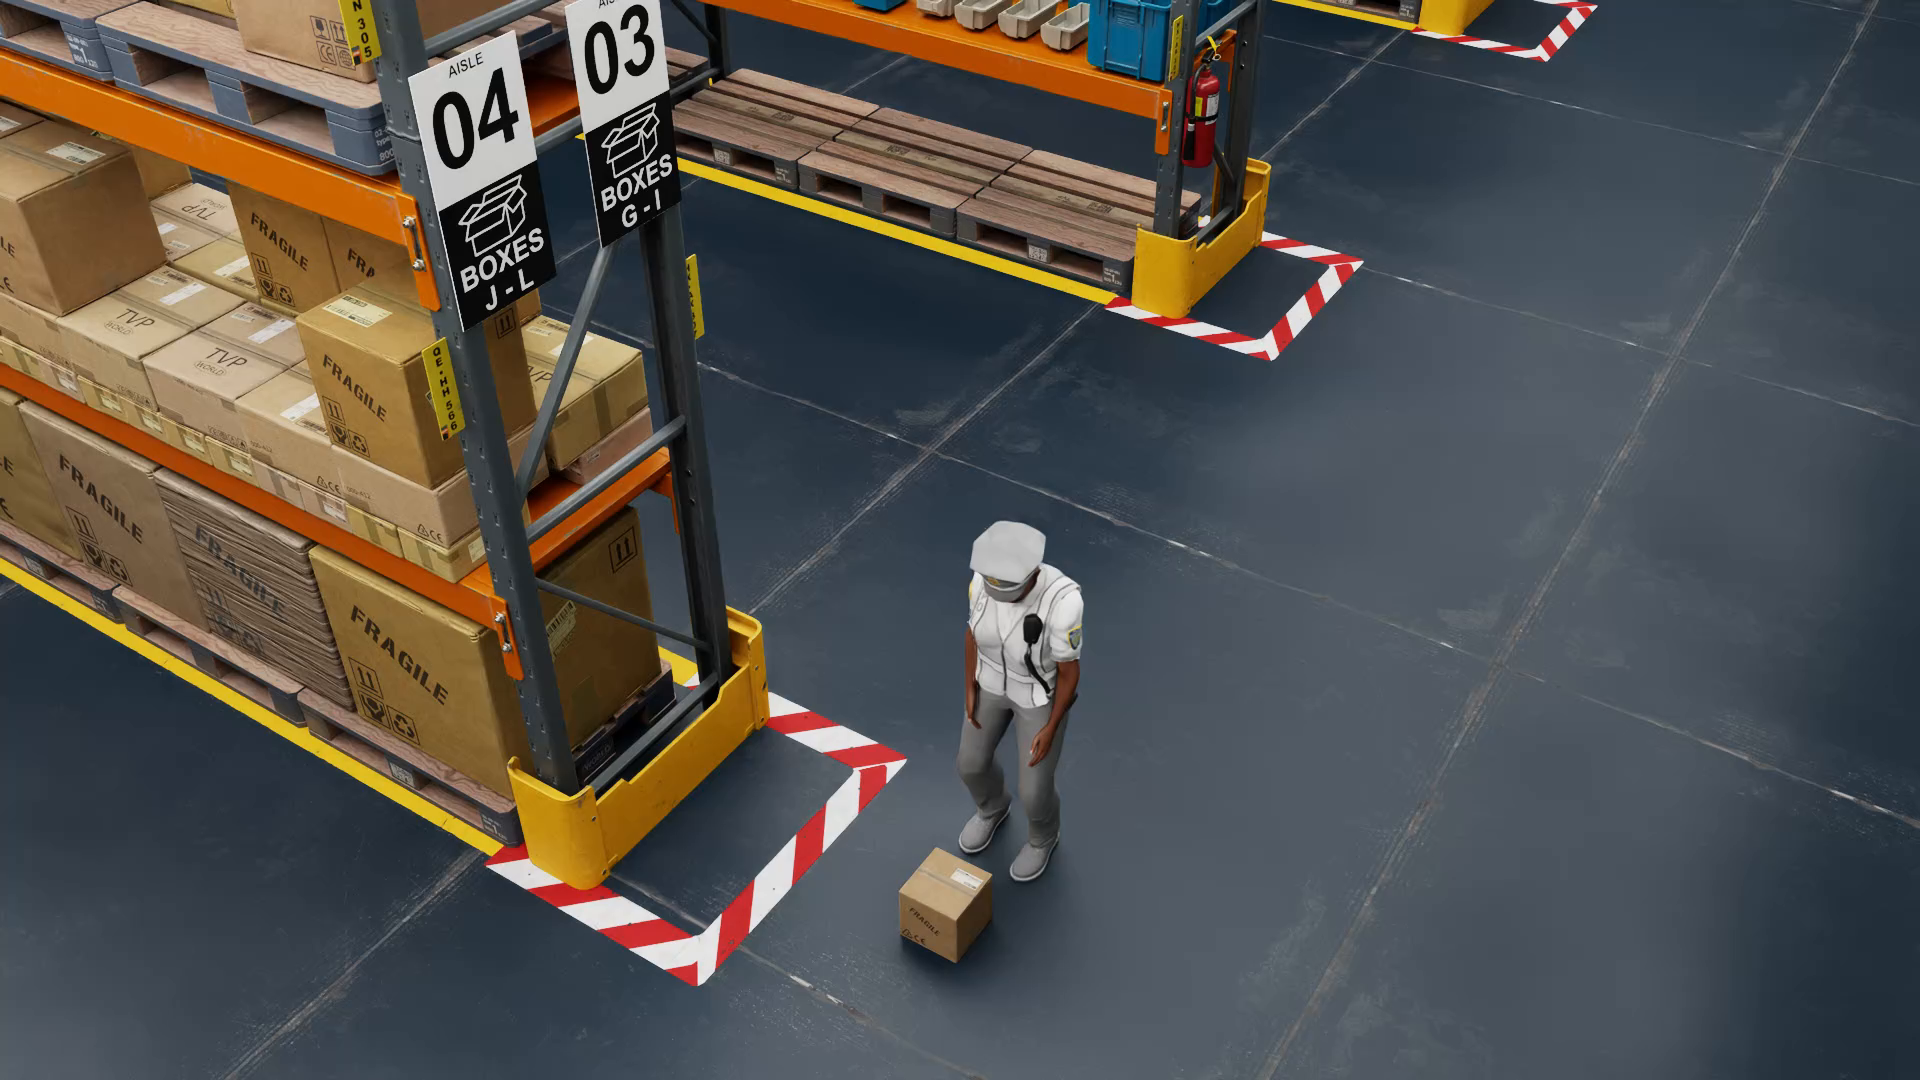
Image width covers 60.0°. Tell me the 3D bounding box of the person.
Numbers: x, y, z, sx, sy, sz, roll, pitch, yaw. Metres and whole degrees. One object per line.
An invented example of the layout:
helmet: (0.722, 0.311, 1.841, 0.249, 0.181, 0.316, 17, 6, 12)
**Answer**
person: (0.218, 0.578, 6.006, 0.461, 1.615, 0.460, 23, 44, 26)
